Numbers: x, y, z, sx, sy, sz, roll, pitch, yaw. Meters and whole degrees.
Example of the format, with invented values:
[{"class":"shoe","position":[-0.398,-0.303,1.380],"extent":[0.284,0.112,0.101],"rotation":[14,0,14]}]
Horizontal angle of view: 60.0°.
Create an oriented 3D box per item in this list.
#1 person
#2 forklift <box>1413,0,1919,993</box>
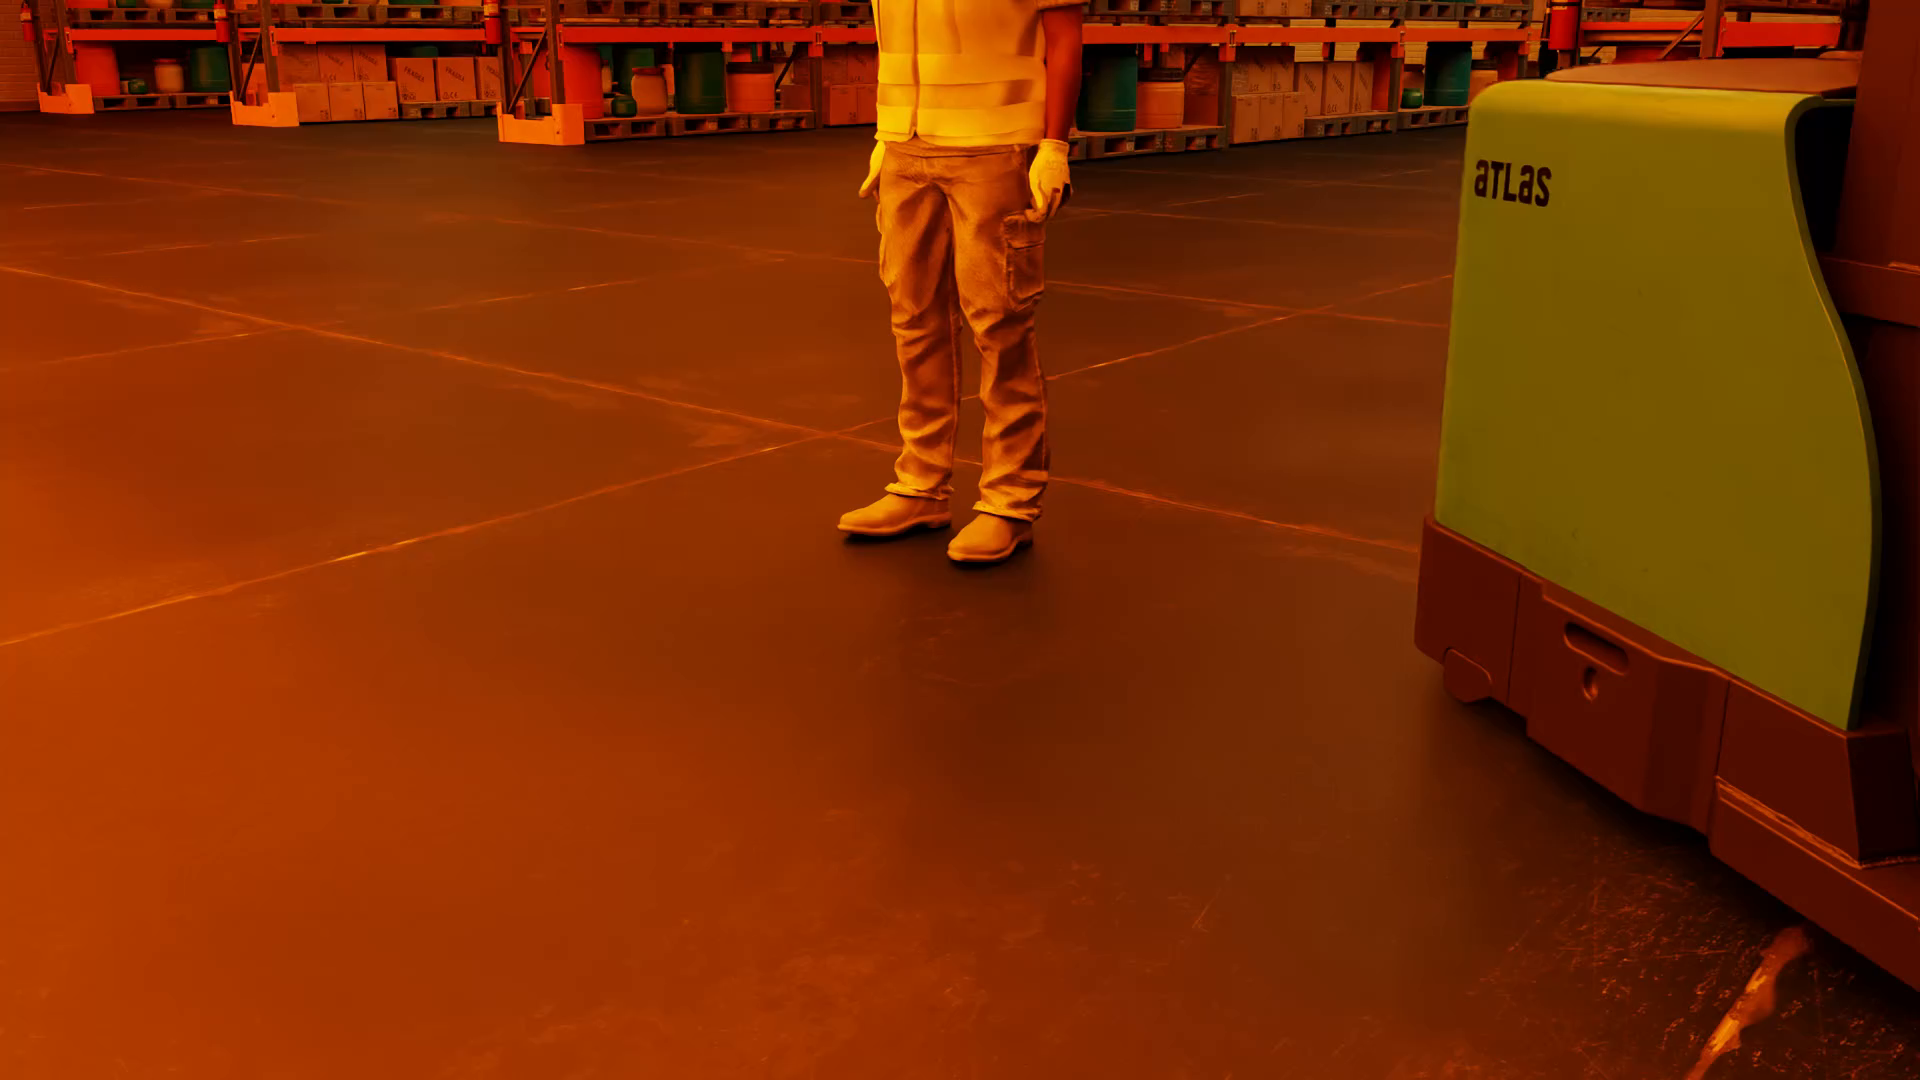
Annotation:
[{"class":"person","position":[0.005,-0.851,3.673],"extent":[0.542,1.789,0.382],"rotation":[13,21,37]},{"class":"forklift","position":[1.721,-0.777,1.455],"extent":[1.130,2.935,3.031],"rotation":[-5,17,-15]}]
